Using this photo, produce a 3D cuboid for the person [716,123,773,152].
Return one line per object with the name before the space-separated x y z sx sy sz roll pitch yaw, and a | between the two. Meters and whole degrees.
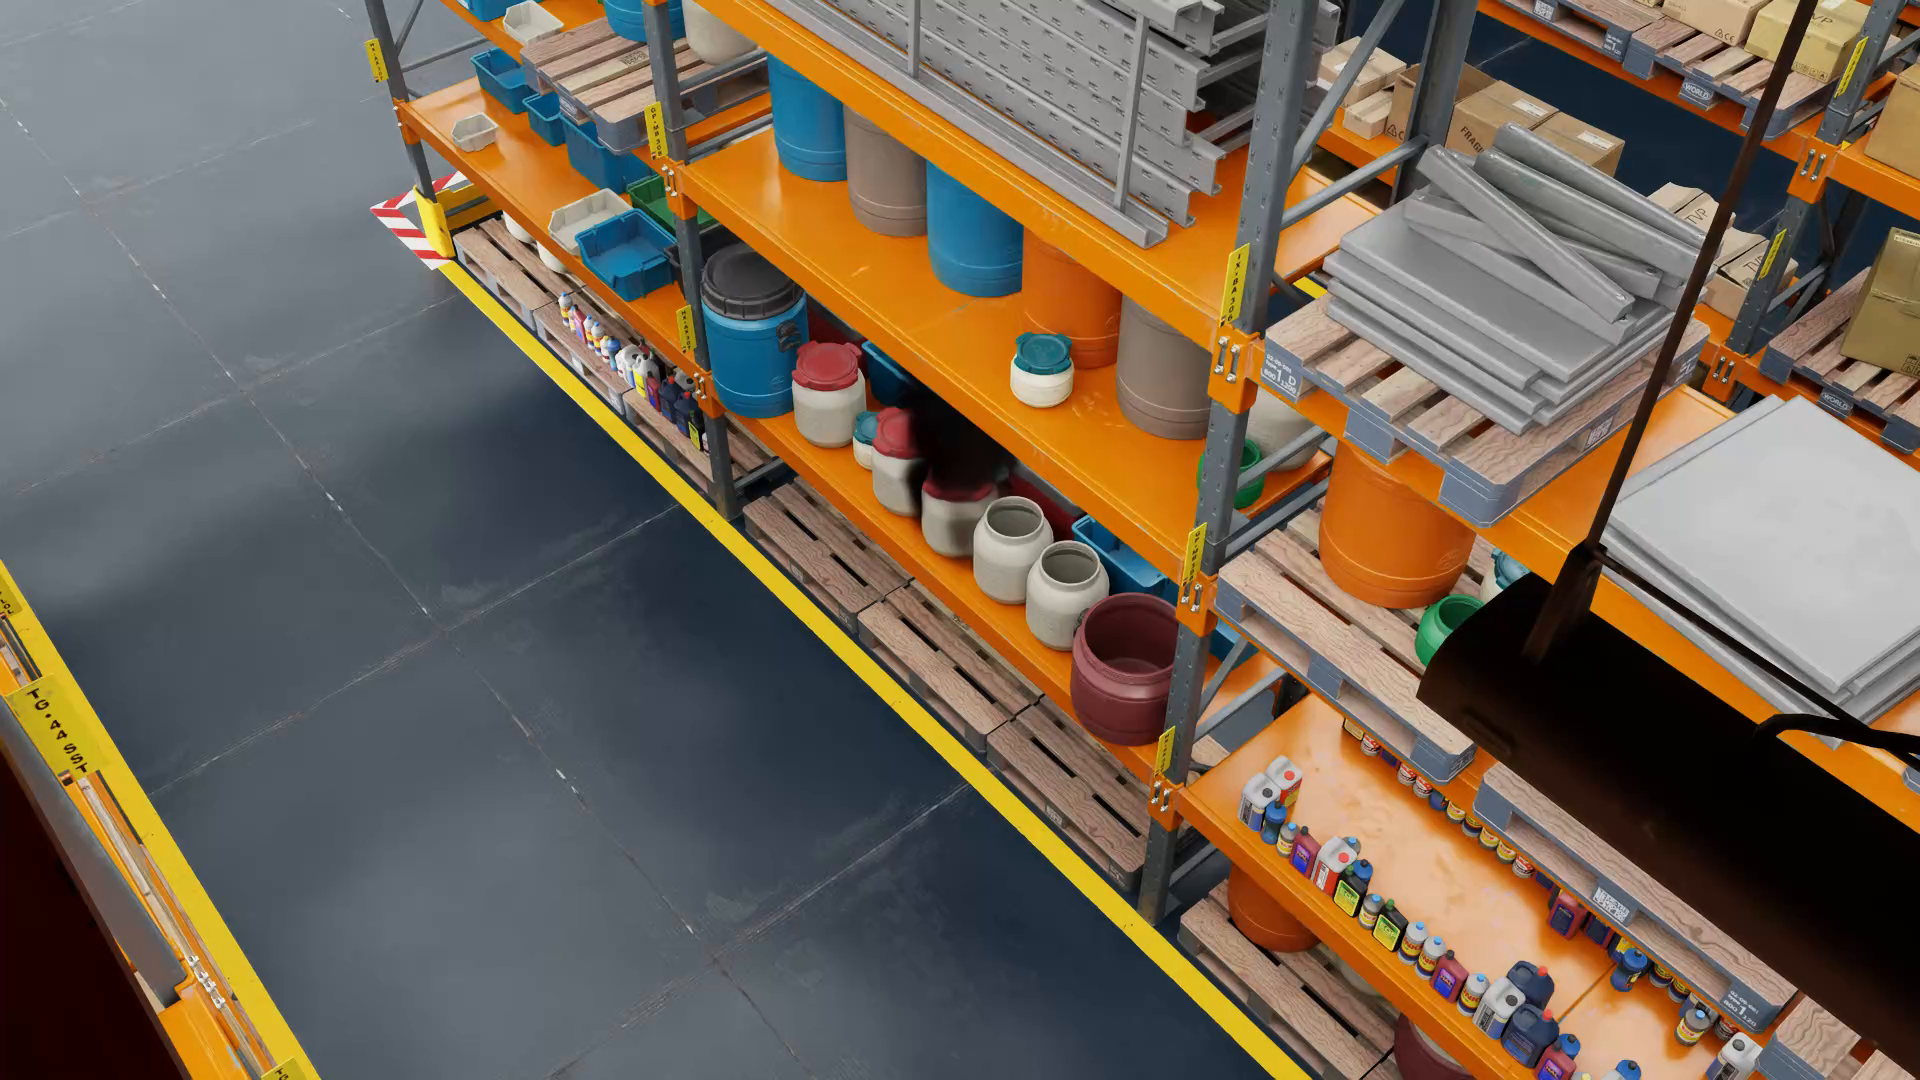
person | -1.671 -3.040 12.658 0.611 1.743 0.650 36 56 29
